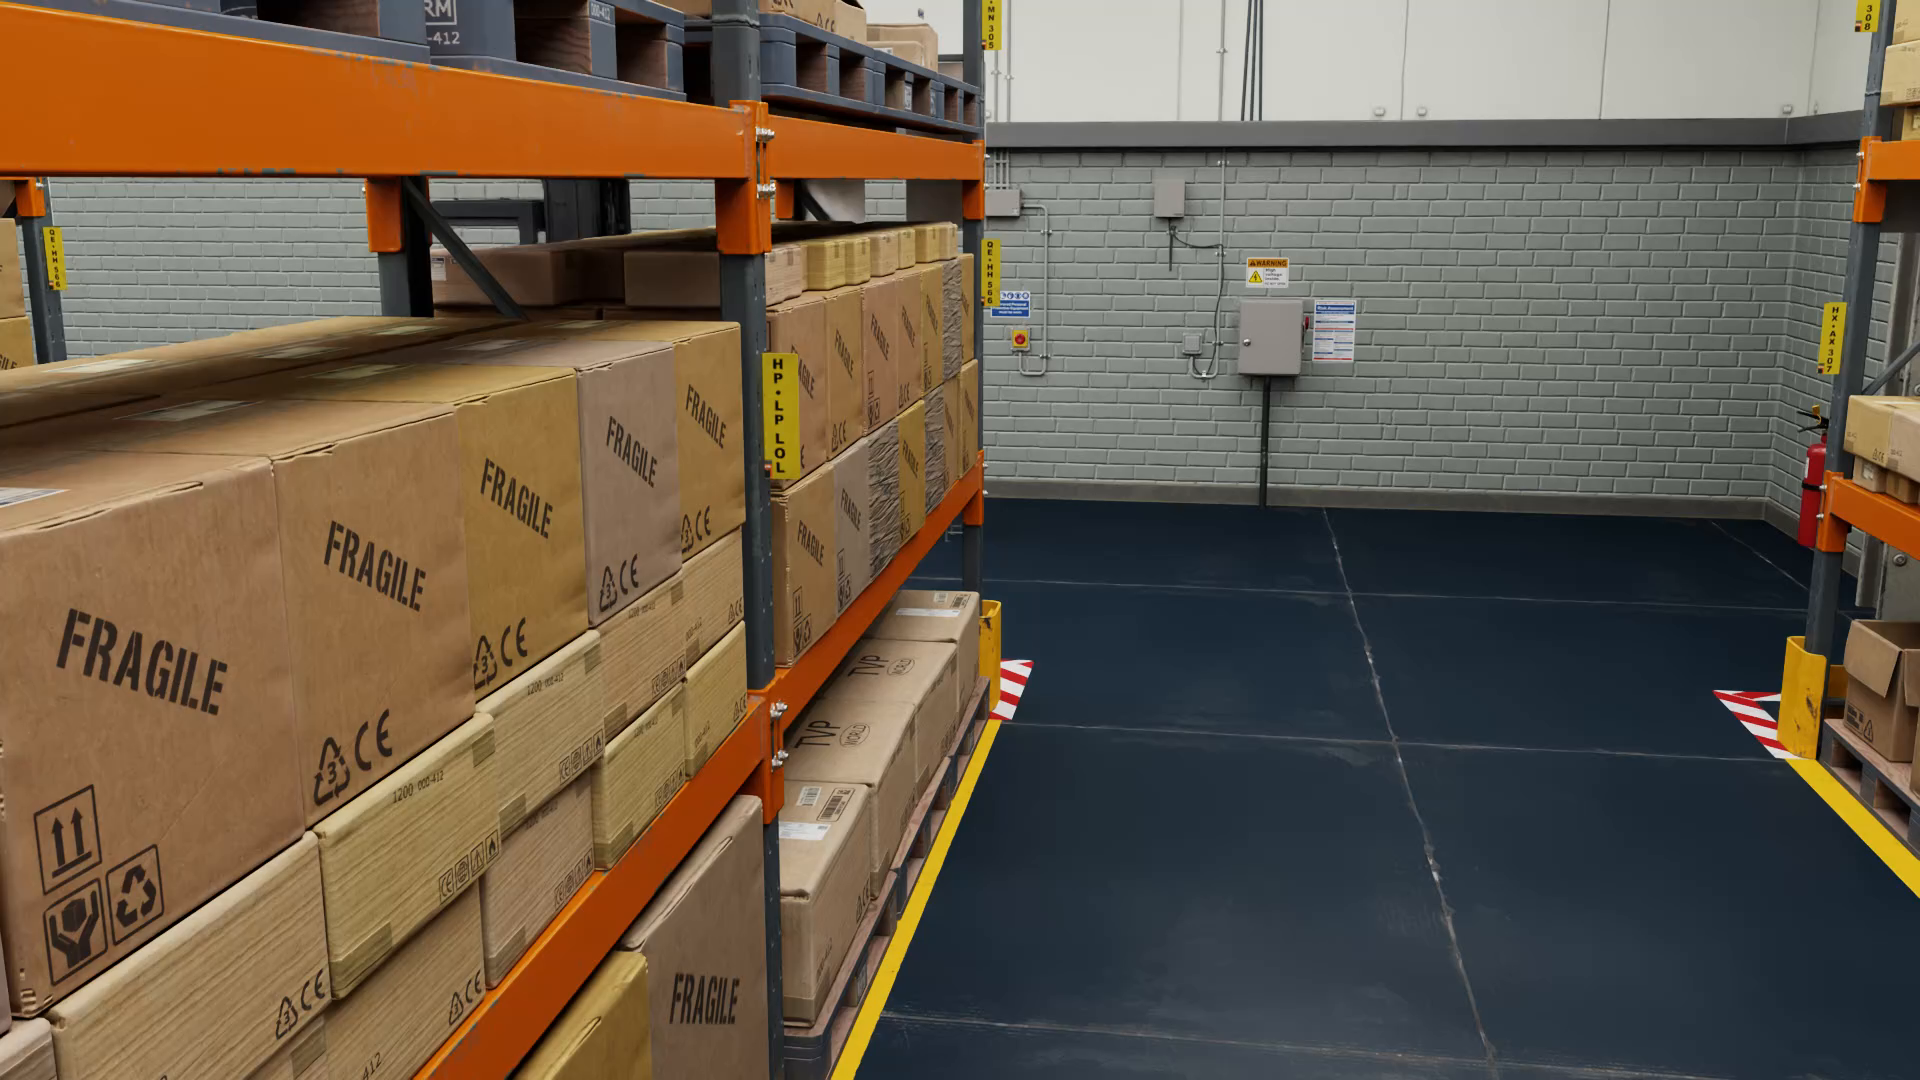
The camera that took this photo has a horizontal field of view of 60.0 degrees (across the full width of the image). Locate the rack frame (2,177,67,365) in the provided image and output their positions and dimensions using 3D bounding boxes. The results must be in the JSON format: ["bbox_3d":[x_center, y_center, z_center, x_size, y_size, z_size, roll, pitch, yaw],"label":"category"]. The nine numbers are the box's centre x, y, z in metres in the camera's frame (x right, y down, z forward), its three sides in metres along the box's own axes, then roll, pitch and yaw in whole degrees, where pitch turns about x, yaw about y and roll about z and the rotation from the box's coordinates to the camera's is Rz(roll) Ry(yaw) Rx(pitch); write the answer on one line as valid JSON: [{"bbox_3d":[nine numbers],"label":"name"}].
[{"bbox_3d":[-5.294,-0.779,8.986,1.000,3.000,0.127,2,12,9],"label":"rack frame"}]

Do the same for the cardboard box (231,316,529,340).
[{"bbox_3d":[-1.354,-0.262,3.978,0.500,0.500,0.500,2,12,9],"label":"cardboard box"}]

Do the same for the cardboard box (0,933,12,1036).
[{"bbox_3d":[-1.233,0.290,1.416,0.500,0.500,0.500,2,12,9],"label":"cardboard box"}]

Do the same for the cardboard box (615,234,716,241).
[{"bbox_3d":[-1.010,-1.000,5.862,0.380,0.149,0.250,2,12,7],"label":"cardboard box"}]

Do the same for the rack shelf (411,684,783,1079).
[{"bbox_3d":[-1.310,0.961,2.620,1.077,0.370,4.000,2,12,9],"label":"rack shelf"}]

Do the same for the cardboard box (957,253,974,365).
[{"bbox_3d":[-0.226,-1.069,7.722,0.500,0.500,0.500,2,12,11],"label":"cardboard box"}]

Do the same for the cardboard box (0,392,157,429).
[{"bbox_3d":[-1.558,0.057,2.498,0.500,0.500,0.500,2,12,8],"label":"cardboard box"}]

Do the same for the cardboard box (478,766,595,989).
[{"bbox_3d":[-0.998,0.579,3.044,0.500,0.250,0.500,2,12,7],"label":"cardboard box"}]

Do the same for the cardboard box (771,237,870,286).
[{"bbox_3d":[-0.508,-0.931,5.544,0.380,0.149,0.250,2,12,7],"label":"cardboard box"}]

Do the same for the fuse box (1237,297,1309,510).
[{"bbox_3d":[2.510,-1.086,13.469,0.539,1.711,0.414,2,12,9],"label":"fuse box"}]

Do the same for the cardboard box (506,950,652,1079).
[{"bbox_3d":[-1.150,1.347,3.171,0.875,0.875,0.875,2,12,10],"label":"cardboard box"}]

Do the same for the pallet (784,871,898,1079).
[{"bbox_3d":[-0.808,1.401,5.492,1.003,0.211,1.213,2,12,9],"label":"pallet"}]

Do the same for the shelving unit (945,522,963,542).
[{"bbox_3d":[0.008,-0.524,12.434,0.215,1.050,0.252,2,12,9],"label":"shelving unit"}]

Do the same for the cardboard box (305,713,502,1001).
[{"bbox_3d":[-1.035,0.441,2.494,0.500,0.250,0.500,2,12,10],"label":"cardboard box"}]

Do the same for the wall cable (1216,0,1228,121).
[{"bbox_3d":[0.952,-4.740,13.129,2.355,3.000,0.029,2,12,9],"label":"wall cable"}]

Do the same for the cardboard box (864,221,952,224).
[{"bbox_3d":[-0.244,-1.413,7.778,0.380,0.149,0.250,2,12,9],"label":"cardboard box"}]

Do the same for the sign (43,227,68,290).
[{"bbox_3d":[-4.748,-1.477,8.728,0.100,0.325,0.005,2,12,9],"label":"sign"}]

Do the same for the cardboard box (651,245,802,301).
[{"bbox_3d":[-0.674,-0.772,4.807,0.380,0.149,0.250,2,12,9],"label":"cardboard box"}]

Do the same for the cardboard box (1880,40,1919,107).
[{"bbox_3d":[4.180,-1.934,6.878,0.500,0.250,0.500,2,12,8],"label":"cardboard box"}]

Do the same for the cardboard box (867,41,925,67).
[{"bbox_3d":[-0.353,-2.050,7.130,0.380,0.149,0.250,1,12,4],"label":"cardboard box"}]

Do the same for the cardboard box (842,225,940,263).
[{"bbox_3d":[-0.296,-1.252,7.031,0.380,0.149,0.250,2,12,10],"label":"cardboard box"}]

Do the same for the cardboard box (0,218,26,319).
[{"bbox_3d":[-5.118,-1.358,8.359,0.500,0.500,0.500,2,12,7],"label":"cardboard box"}]

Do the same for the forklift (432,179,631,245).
[{"bbox_3d":[-3.276,-1.526,12.618,3.031,2.935,1.130,2,12,8],"label":"forklift"}]

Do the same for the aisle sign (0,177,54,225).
[{"bbox_3d":[-4.986,-2.055,8.738,0.394,0.787,0.004,2,12,9],"label":"aisle sign"}]

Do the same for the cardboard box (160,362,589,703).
[{"bbox_3d":[-0.992,-0.030,2.903,0.500,0.500,0.500,2,12,10],"label":"cardboard box"}]

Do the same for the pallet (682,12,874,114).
[{"bbox_3d":[-0.866,-1.399,4.958,1.003,0.211,1.213,2,12,9],"label":"pallet"}]

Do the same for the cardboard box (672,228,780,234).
[{"bbox_3d":[-0.929,-1.159,6.603,0.380,0.149,0.250,2,12,9],"label":"cardboard box"}]

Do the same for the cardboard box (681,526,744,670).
[{"bbox_3d":[-0.830,0.122,3.976,0.500,0.250,0.500,2,12,9],"label":"cardboard box"}]

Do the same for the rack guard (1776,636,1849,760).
[{"bbox_3d":[4.507,0.759,7.787,1.175,0.500,0.348,2,12,9],"label":"rack guard"}]

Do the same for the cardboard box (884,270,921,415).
[{"bbox_3d":[-0.436,-0.752,6.250,0.500,0.500,0.500,2,12,8],"label":"cardboard box"}]

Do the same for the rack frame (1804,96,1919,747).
[{"bbox_3d":[4.518,-0.479,7.597,1.000,3.000,0.127,2,12,9],"label":"rack frame"}]

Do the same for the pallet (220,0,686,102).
[{"bbox_3d":[-1.094,-0.987,3.287,0.805,0.209,1.217,1,12,6],"label":"pallet"}]

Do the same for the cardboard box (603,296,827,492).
[{"bbox_3d":[-0.690,-0.435,4.783,0.500,0.500,0.500,2,12,9],"label":"cardboard box"}]

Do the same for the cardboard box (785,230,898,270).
[{"bbox_3d":[-0.445,-1.091,6.287,0.380,0.149,0.250,2,12,10],"label":"cardboard box"}]

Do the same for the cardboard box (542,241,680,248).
[{"bbox_3d":[-1.073,-0.839,5.115,0.380,0.149,0.250,2,12,9],"label":"cardboard box"}]

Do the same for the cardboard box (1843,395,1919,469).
[{"bbox_3d":[4.182,-0.466,7.184,0.500,0.250,0.500,2,12,9],"label":"cardboard box"}]

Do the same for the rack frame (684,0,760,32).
[{"bbox_3d":[-1.002,-2.739,3.844,1.000,3.000,0.127,2,12,9],"label":"rack frame"}]

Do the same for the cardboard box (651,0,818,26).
[{"bbox_3d":[-0.704,-1.692,4.631,0.500,0.500,0.500,2,12,10],"label":"cardboard box"}]

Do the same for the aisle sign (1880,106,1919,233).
[{"bbox_3d":[4.239,-1.774,7.433,0.394,0.787,0.004,2,12,9],"label":"aisle sign"}]

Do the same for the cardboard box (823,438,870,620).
[{"bbox_3d":[-0.590,-0.049,5.365,0.500,0.500,0.500,2,12,9],"label":"cardboard box"}]

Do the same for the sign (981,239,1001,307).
[{"bbox_3d":[0.147,-1.301,8.098,0.100,0.325,0.005,2,12,9],"label":"sign"}]

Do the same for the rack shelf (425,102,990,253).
[{"bbox_3d":[-0.695,-1.338,6.167,1.077,0.370,4.000,2,12,9],"label":"rack shelf"}]

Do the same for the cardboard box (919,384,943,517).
[{"bbox_3d":[-0.361,-0.368,6.842,0.500,0.500,0.500,2,12,10],"label":"cardboard box"}]

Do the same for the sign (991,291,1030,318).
[{"bbox_3d":[0.419,-1.960,13.827,0.327,0.218,0.001,2,12,9],"label":"sign"}]

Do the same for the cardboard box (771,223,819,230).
[{"bbox_3d":[-0.838,-1.322,7.356,0.380,0.149,0.250,2,12,10],"label":"cardboard box"}]

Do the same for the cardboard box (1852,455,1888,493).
[{"bbox_3d":[4.197,-0.297,7.347,0.380,0.149,0.250,2,12,8],"label":"cardboard box"}]

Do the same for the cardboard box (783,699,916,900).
[{"bbox_3d":[-0.662,0.927,6.157,0.875,0.438,0.875,2,12,7],"label":"cardboard box"}]
